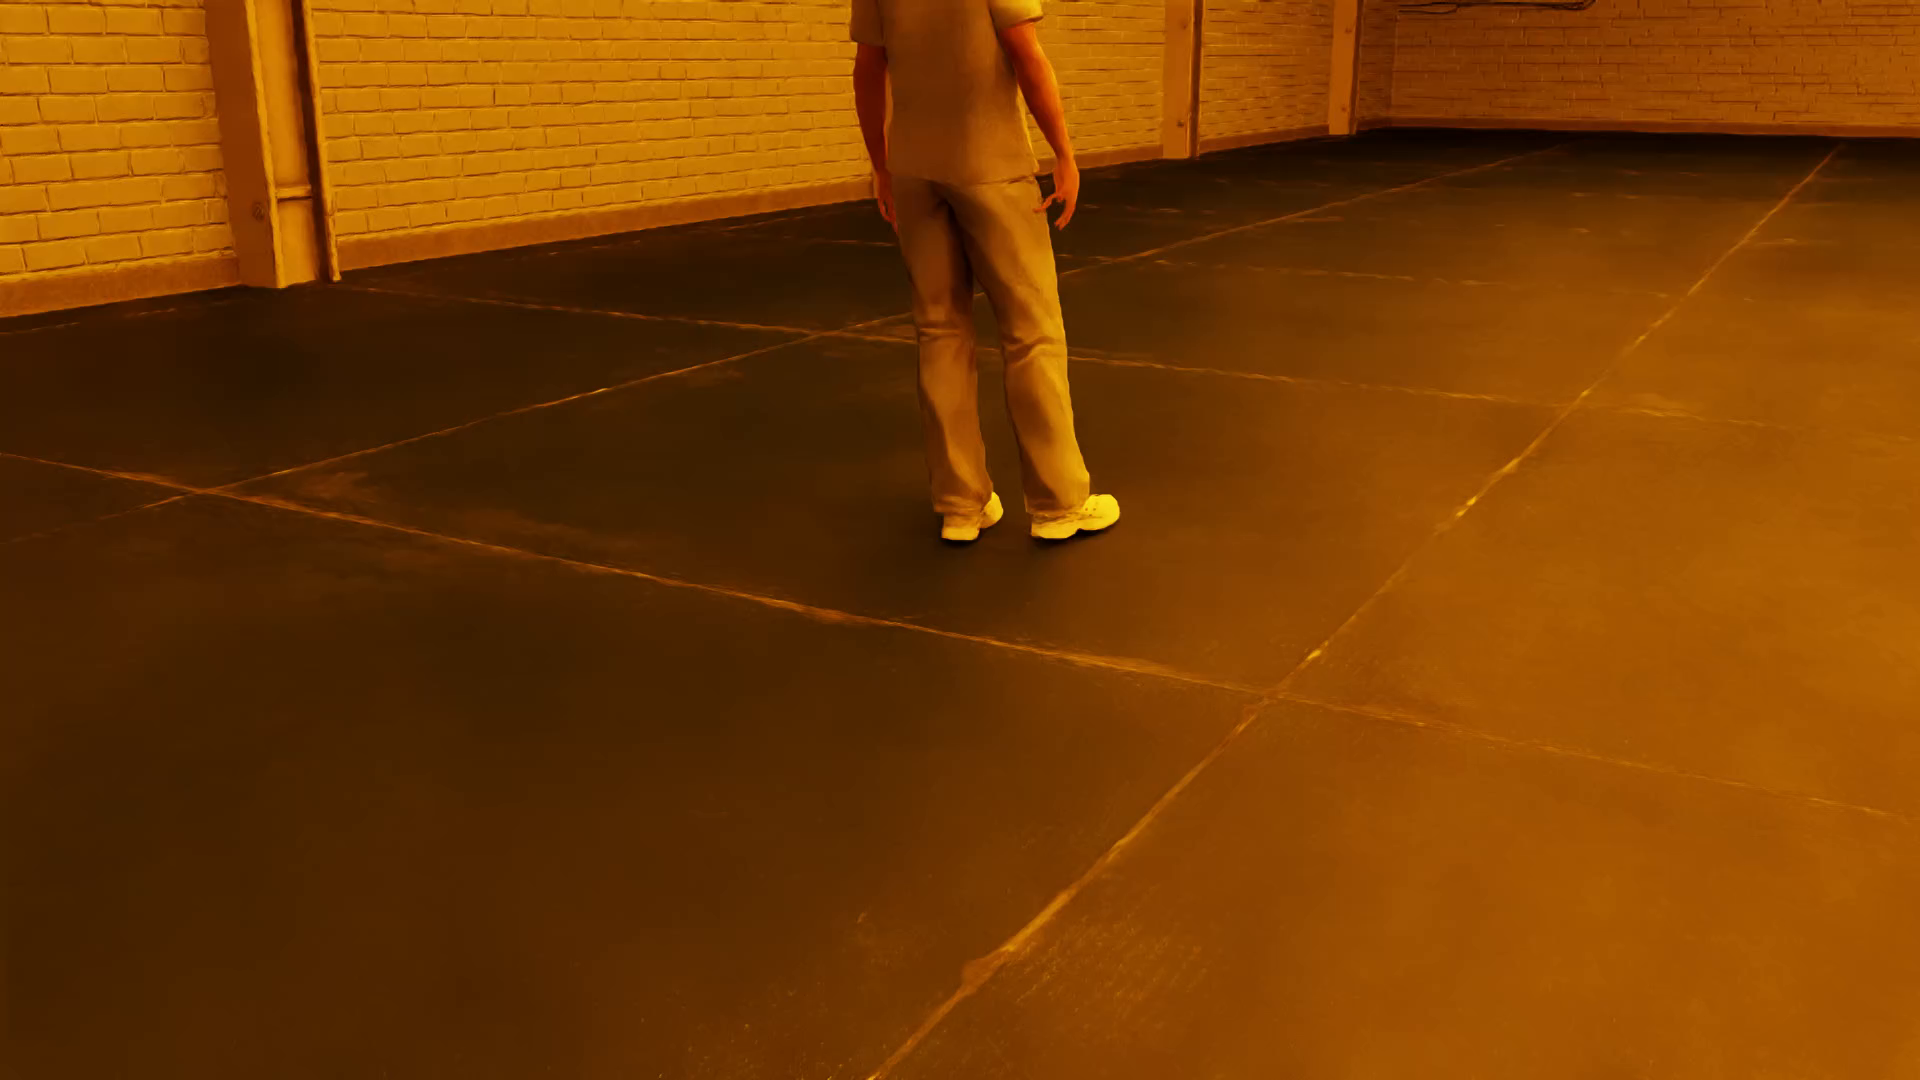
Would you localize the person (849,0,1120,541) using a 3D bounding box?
[{"bbox_3d":[0.048,-0.827,3.857,0.550,1.674,0.548,9,19,28],"label":"person"}]
